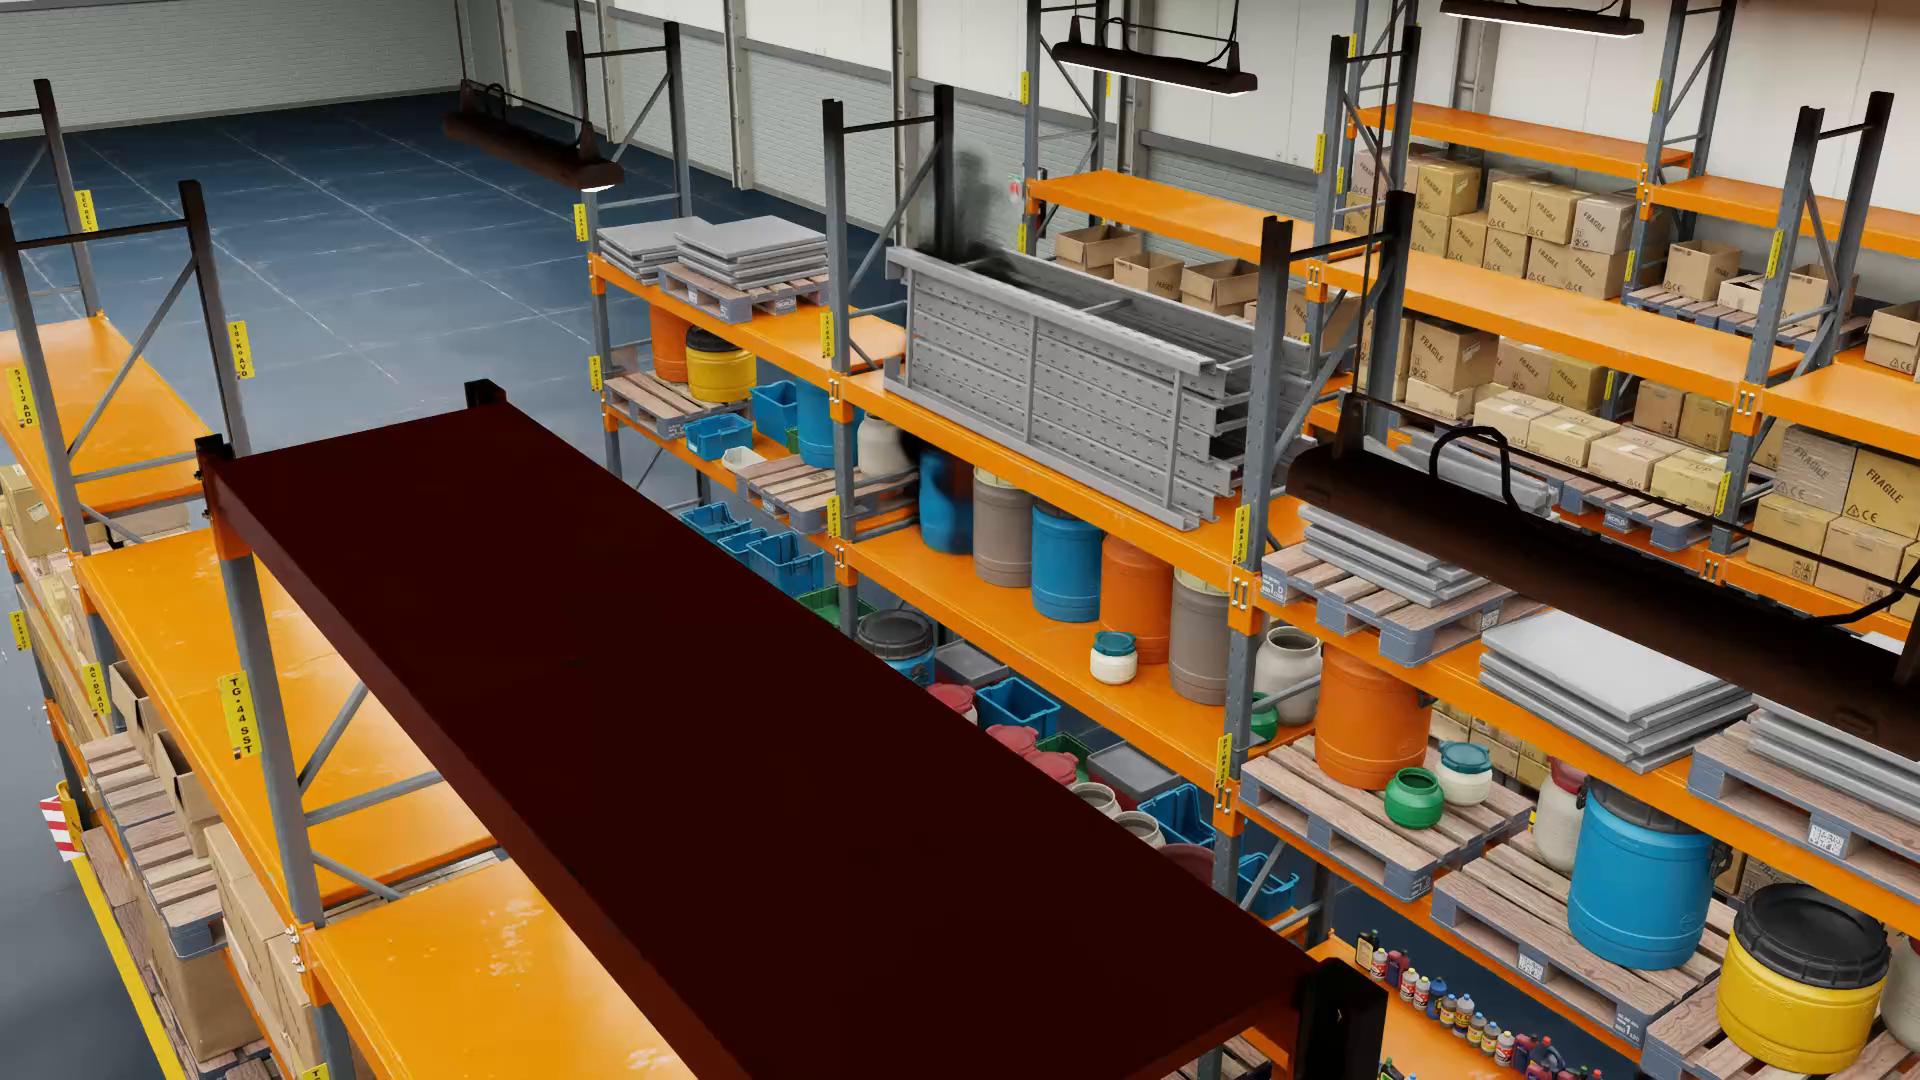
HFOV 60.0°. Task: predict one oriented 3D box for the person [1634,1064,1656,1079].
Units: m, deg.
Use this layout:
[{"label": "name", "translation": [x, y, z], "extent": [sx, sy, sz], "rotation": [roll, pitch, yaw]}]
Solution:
[{"label": "person", "translation": [4.348, 3.157, 10.188], "extent": [0.691, 1.693, 0.741], "rotation": [-19, 31, -35]}]
